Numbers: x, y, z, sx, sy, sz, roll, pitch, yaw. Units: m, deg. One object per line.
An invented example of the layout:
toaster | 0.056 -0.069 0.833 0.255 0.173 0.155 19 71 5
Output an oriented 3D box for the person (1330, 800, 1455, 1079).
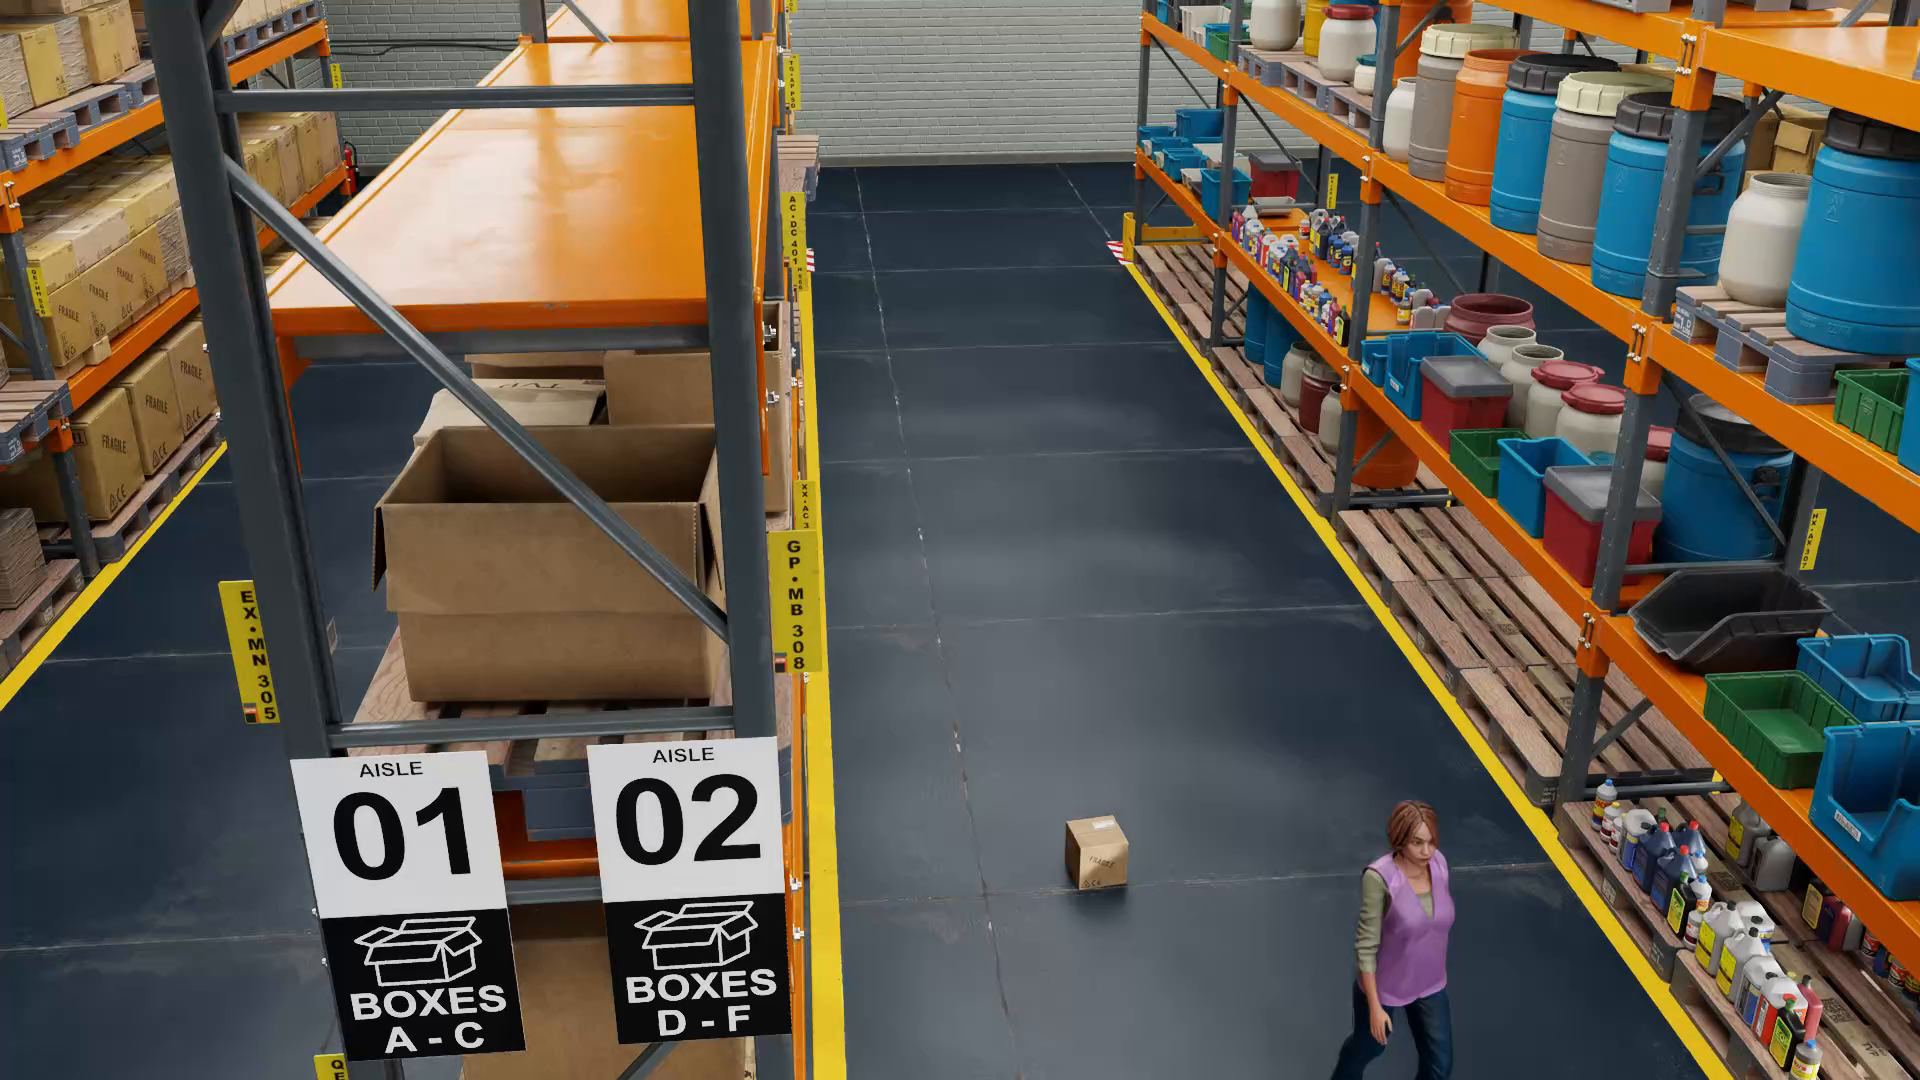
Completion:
person | 1.714 1.754 6.392 0.451 1.624 0.680 -8 25 -18
